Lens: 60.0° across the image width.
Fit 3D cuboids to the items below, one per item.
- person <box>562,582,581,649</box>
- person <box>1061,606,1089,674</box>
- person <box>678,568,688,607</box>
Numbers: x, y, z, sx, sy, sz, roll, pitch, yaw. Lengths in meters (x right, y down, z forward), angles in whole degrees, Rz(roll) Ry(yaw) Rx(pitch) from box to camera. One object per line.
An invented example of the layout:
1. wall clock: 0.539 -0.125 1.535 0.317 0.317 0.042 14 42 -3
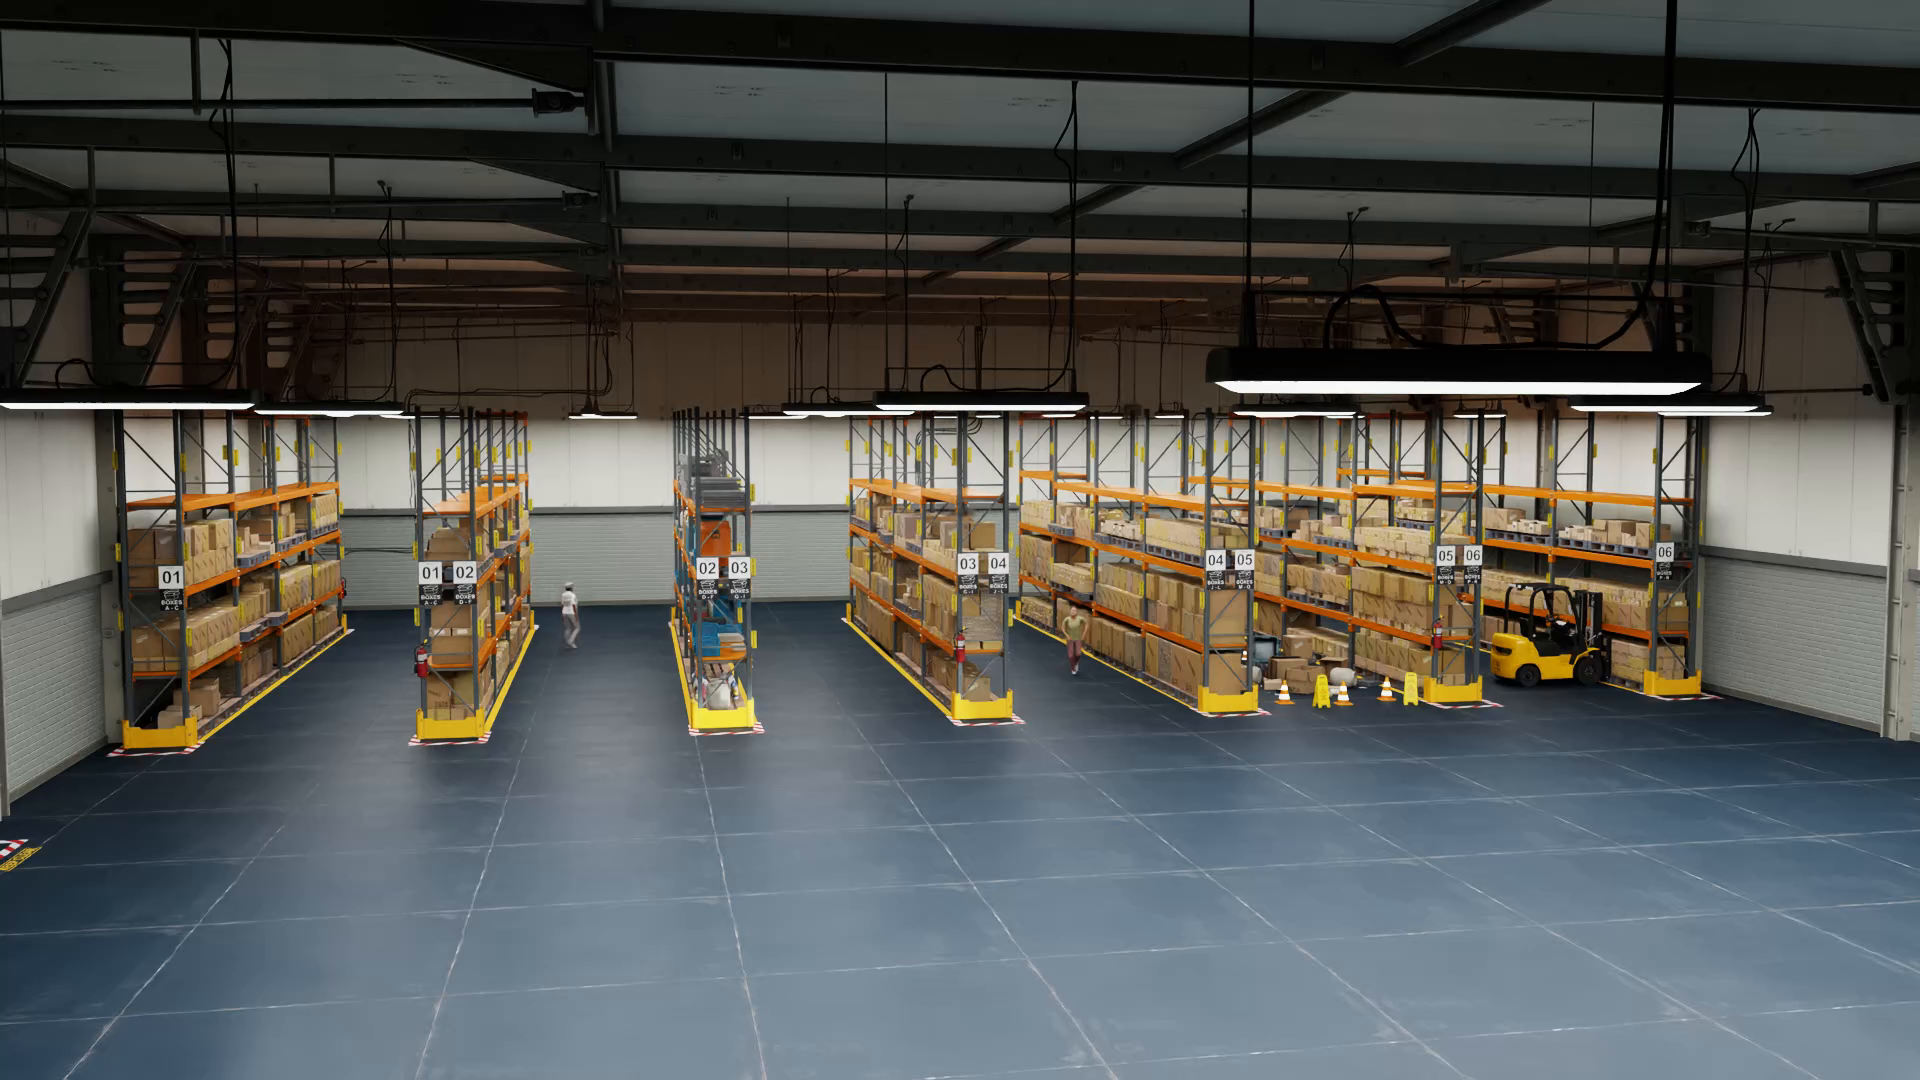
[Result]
1. person: -9.839 1.906 41.929 0.517 1.679 0.443 2 5 31
2. person: 2.606 2.257 37.635 0.627 1.587 0.685 0 4 1
3. person: -7.850 1.400 48.440 0.984 1.742 0.577 2 5 30
